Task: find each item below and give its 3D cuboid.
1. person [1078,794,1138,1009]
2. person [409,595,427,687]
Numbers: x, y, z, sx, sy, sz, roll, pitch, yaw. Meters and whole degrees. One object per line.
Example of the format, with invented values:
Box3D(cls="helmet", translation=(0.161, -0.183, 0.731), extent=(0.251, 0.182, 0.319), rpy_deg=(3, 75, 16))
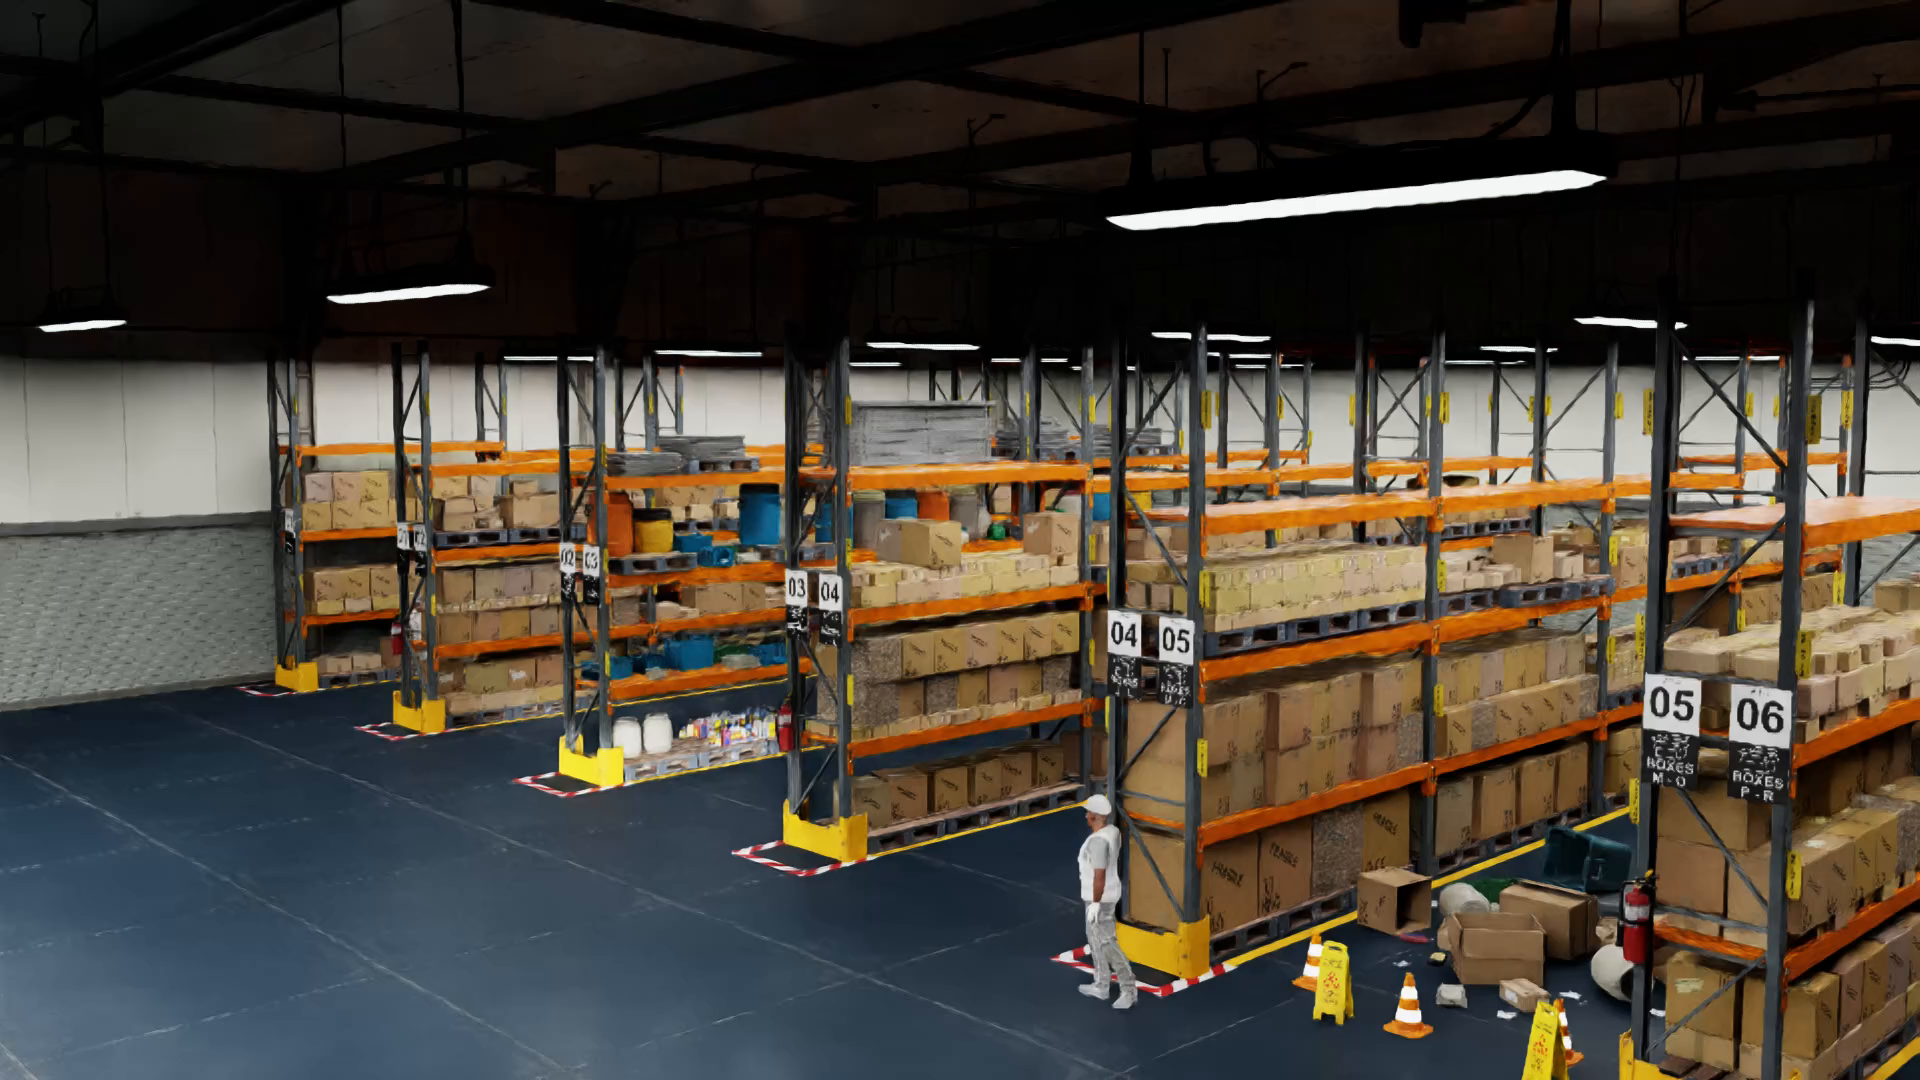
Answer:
Box3D(cls="person", translation=(1.268, 3.059, 14.216), extent=(0.557, 1.779, 0.644), rpy_deg=(1, 5, 14))
Box3D(cls="person", translation=(-9.359, 1.788, 29.137), extent=(0.662, 1.703, 0.771), rpy_deg=(2, 5, 24))
